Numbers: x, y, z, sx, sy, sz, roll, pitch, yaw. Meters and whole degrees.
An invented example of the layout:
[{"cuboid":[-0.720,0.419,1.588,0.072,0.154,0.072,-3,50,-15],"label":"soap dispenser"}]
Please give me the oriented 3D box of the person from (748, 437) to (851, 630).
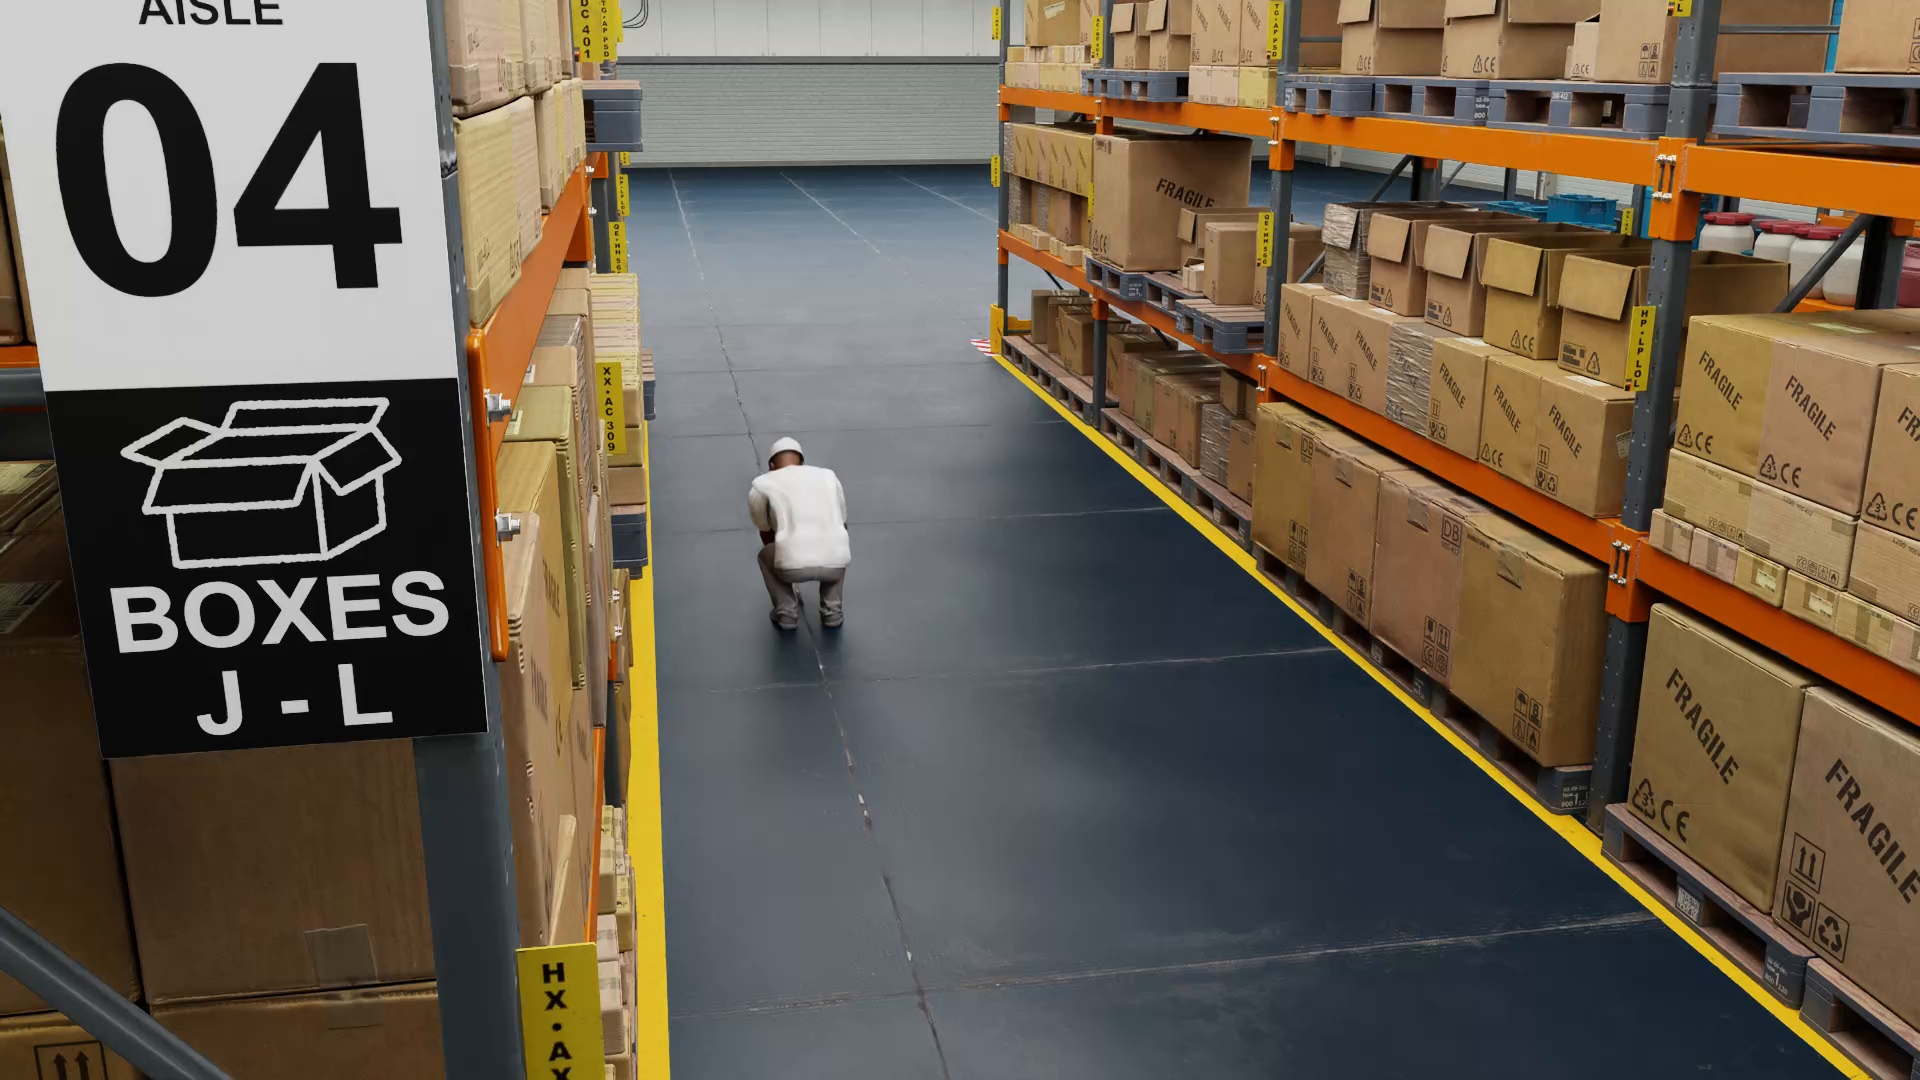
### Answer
[{"cuboid":[-0.915,-0.048,9.543,0.578,1.001,0.889,-4,17,-12],"label":"person"}]
